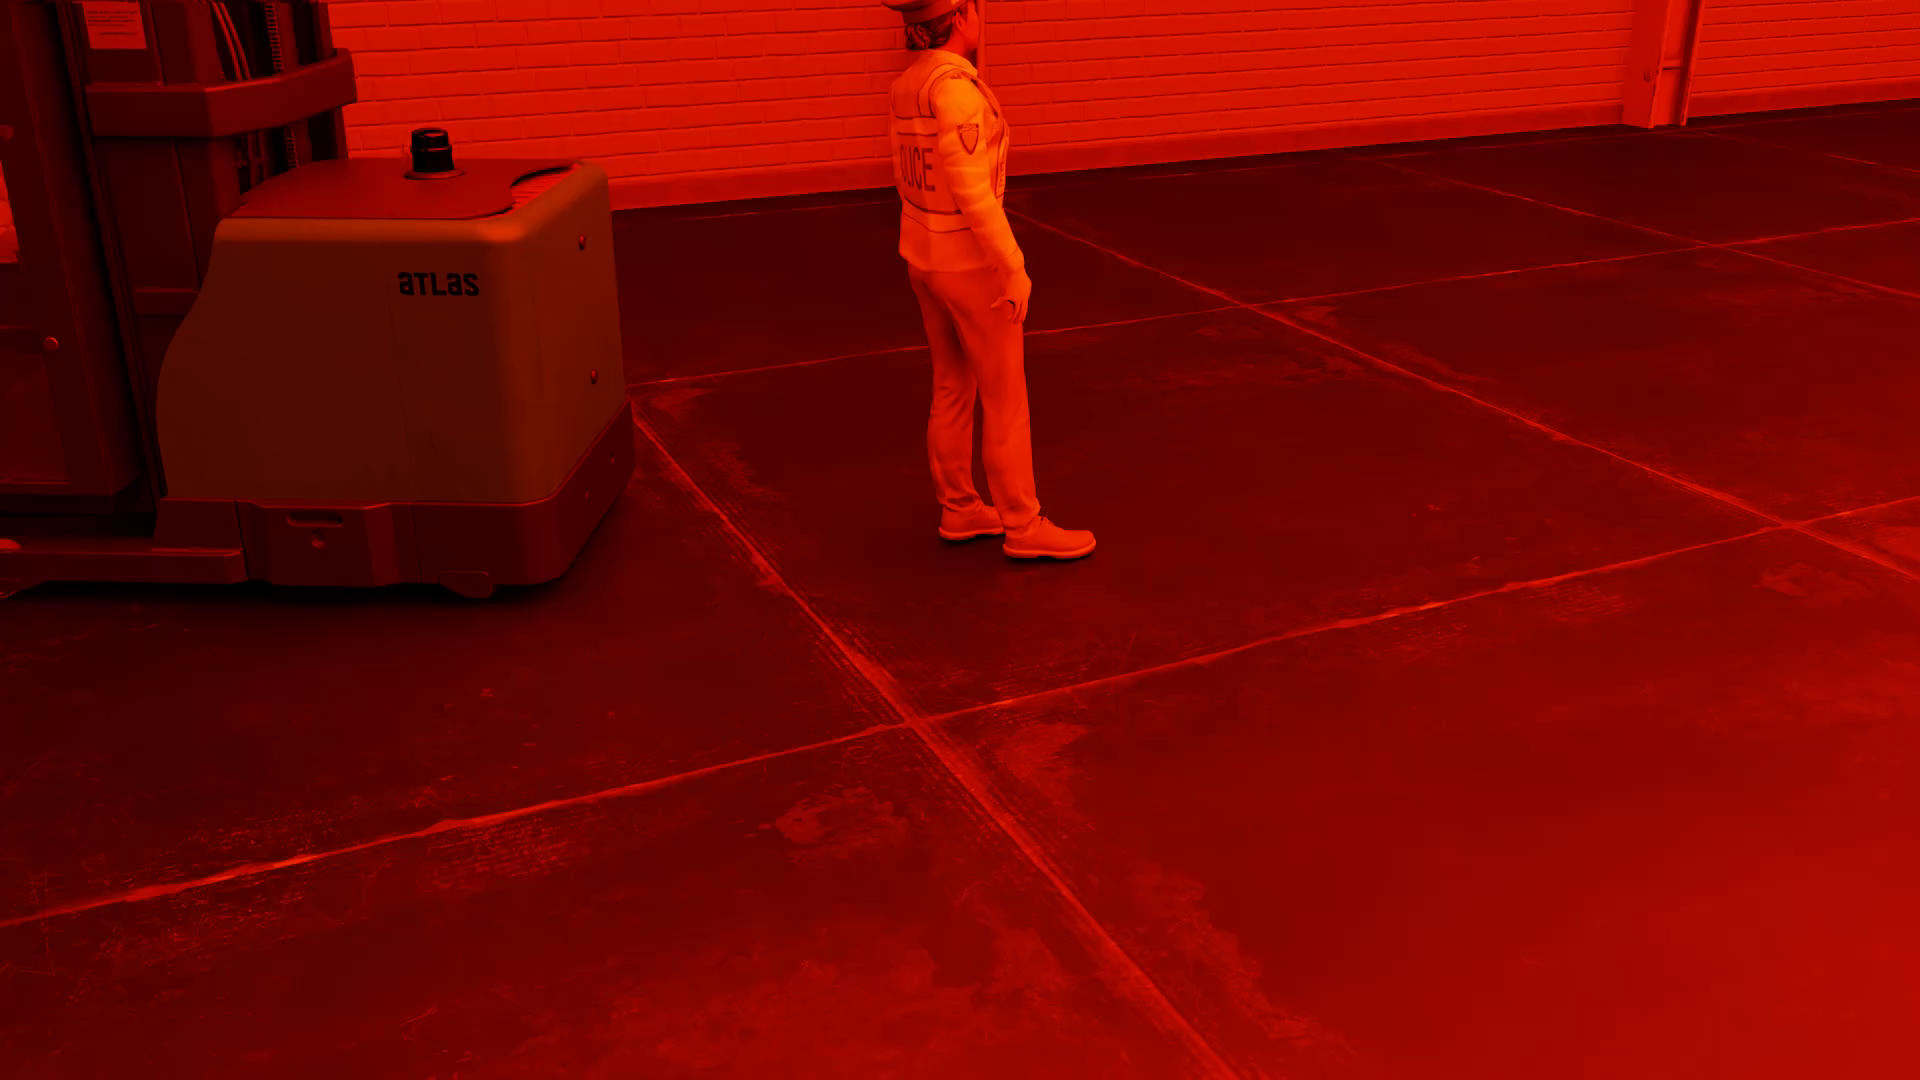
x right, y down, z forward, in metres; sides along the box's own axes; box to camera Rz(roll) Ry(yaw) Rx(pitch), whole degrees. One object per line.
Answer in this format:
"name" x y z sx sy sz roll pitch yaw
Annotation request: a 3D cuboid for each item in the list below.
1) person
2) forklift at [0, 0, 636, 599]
"person" 0.066 -0.798 4.801 0.529 1.694 0.587 -10 25 -23
"forklift" -2.605 -1.389 4.629 3.031 2.935 1.130 1 23 3
